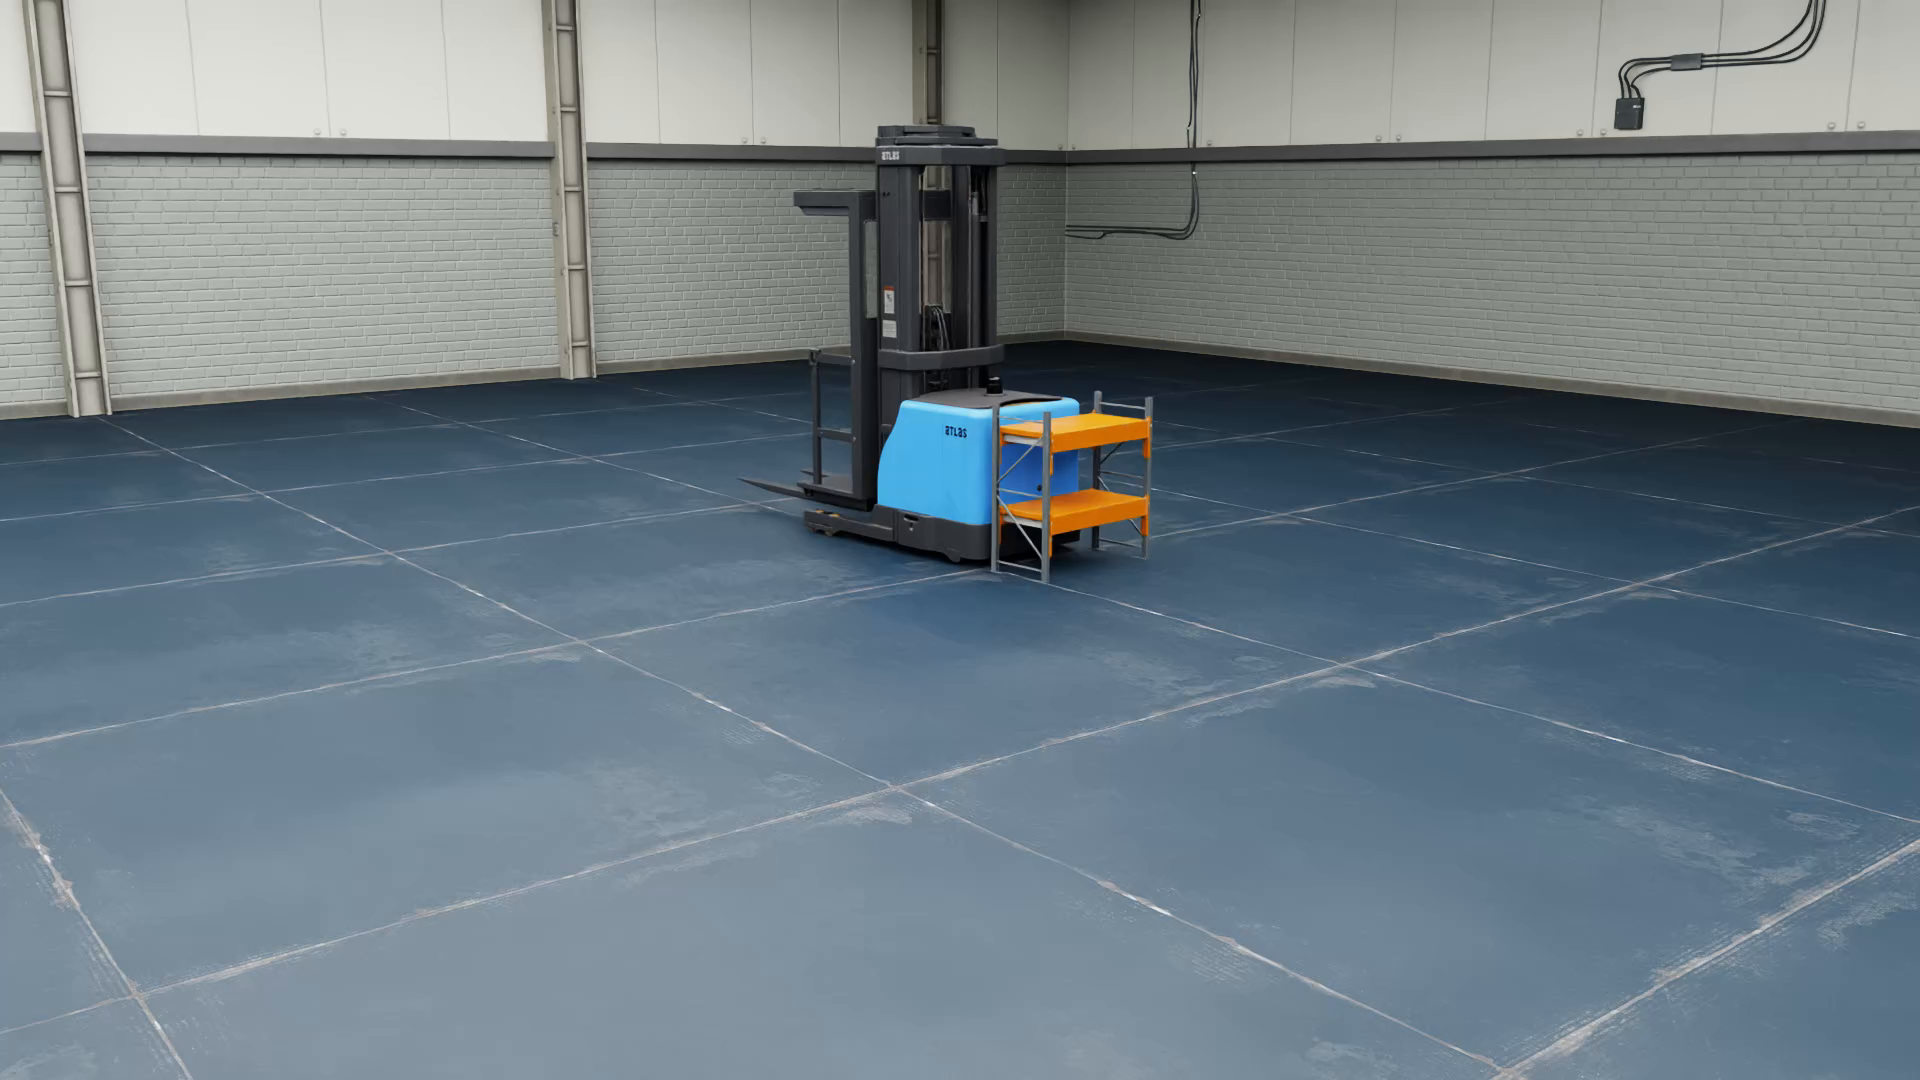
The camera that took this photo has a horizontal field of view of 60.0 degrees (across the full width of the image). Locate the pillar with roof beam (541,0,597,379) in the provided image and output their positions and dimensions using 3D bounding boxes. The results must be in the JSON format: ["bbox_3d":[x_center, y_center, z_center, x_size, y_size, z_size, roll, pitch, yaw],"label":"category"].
[{"bbox_3d":[-2.474,-5.905,18.273,0.400,9.000,9.100,-9,15,-38],"label":"pillar with roof beam"}]

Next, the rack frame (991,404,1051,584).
[{"bbox_3d":[0.395,-0.301,10.838,0.032,1.125,0.500,-12,17,-43],"label":"rack frame"}]

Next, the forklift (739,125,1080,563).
[{"bbox_3d":[-0.513,-1.525,12.255,1.130,2.935,3.031,-11,16,-41],"label":"forklift"}]

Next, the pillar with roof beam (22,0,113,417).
[{"bbox_3d":[-7.159,-5.126,14.606,0.400,9.000,9.100,-9,15,-38],"label":"pillar with roof beam"}]

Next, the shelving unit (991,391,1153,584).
[{"bbox_3d":[0.758,-0.375,11.186,1.048,1.125,0.538,-12,17,-43],"label":"shelving unit"}]

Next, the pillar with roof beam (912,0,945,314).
[{"bbox_3d":[2.211,-6.684,21.939,0.400,9.000,9.100,-9,15,-38],"label":"pillar with roof beam"}]

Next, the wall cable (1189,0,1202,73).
[{"bbox_3d":[4.338,-8.062,23.749,0.112,2.526,3.097,-9,15,-38],"label":"wall cable"}]

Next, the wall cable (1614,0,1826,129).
[{"bbox_3d":[8.566,-7.671,18.403,0.169,6.003,2.305,-9,15,-38],"label":"wall cable"}]

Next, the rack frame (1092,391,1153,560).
[{"bbox_3d":[1.121,-0.449,11.534,0.032,1.125,0.500,-12,17,-43],"label":"rack frame"}]

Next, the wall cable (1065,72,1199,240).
[{"bbox_3d":[2.648,-6.031,26.340,0.112,2.526,3.097,-9,15,-38],"label":"wall cable"}]

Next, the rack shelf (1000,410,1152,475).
[{"bbox_3d":[0.758,-0.661,11.125,1.000,0.278,0.538,-12,17,-43],"label":"rack shelf"}]

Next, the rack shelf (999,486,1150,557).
[{"bbox_3d":[0.758,-0.136,11.237,1.000,0.278,0.538,-12,17,-43],"label":"rack shelf"}]
